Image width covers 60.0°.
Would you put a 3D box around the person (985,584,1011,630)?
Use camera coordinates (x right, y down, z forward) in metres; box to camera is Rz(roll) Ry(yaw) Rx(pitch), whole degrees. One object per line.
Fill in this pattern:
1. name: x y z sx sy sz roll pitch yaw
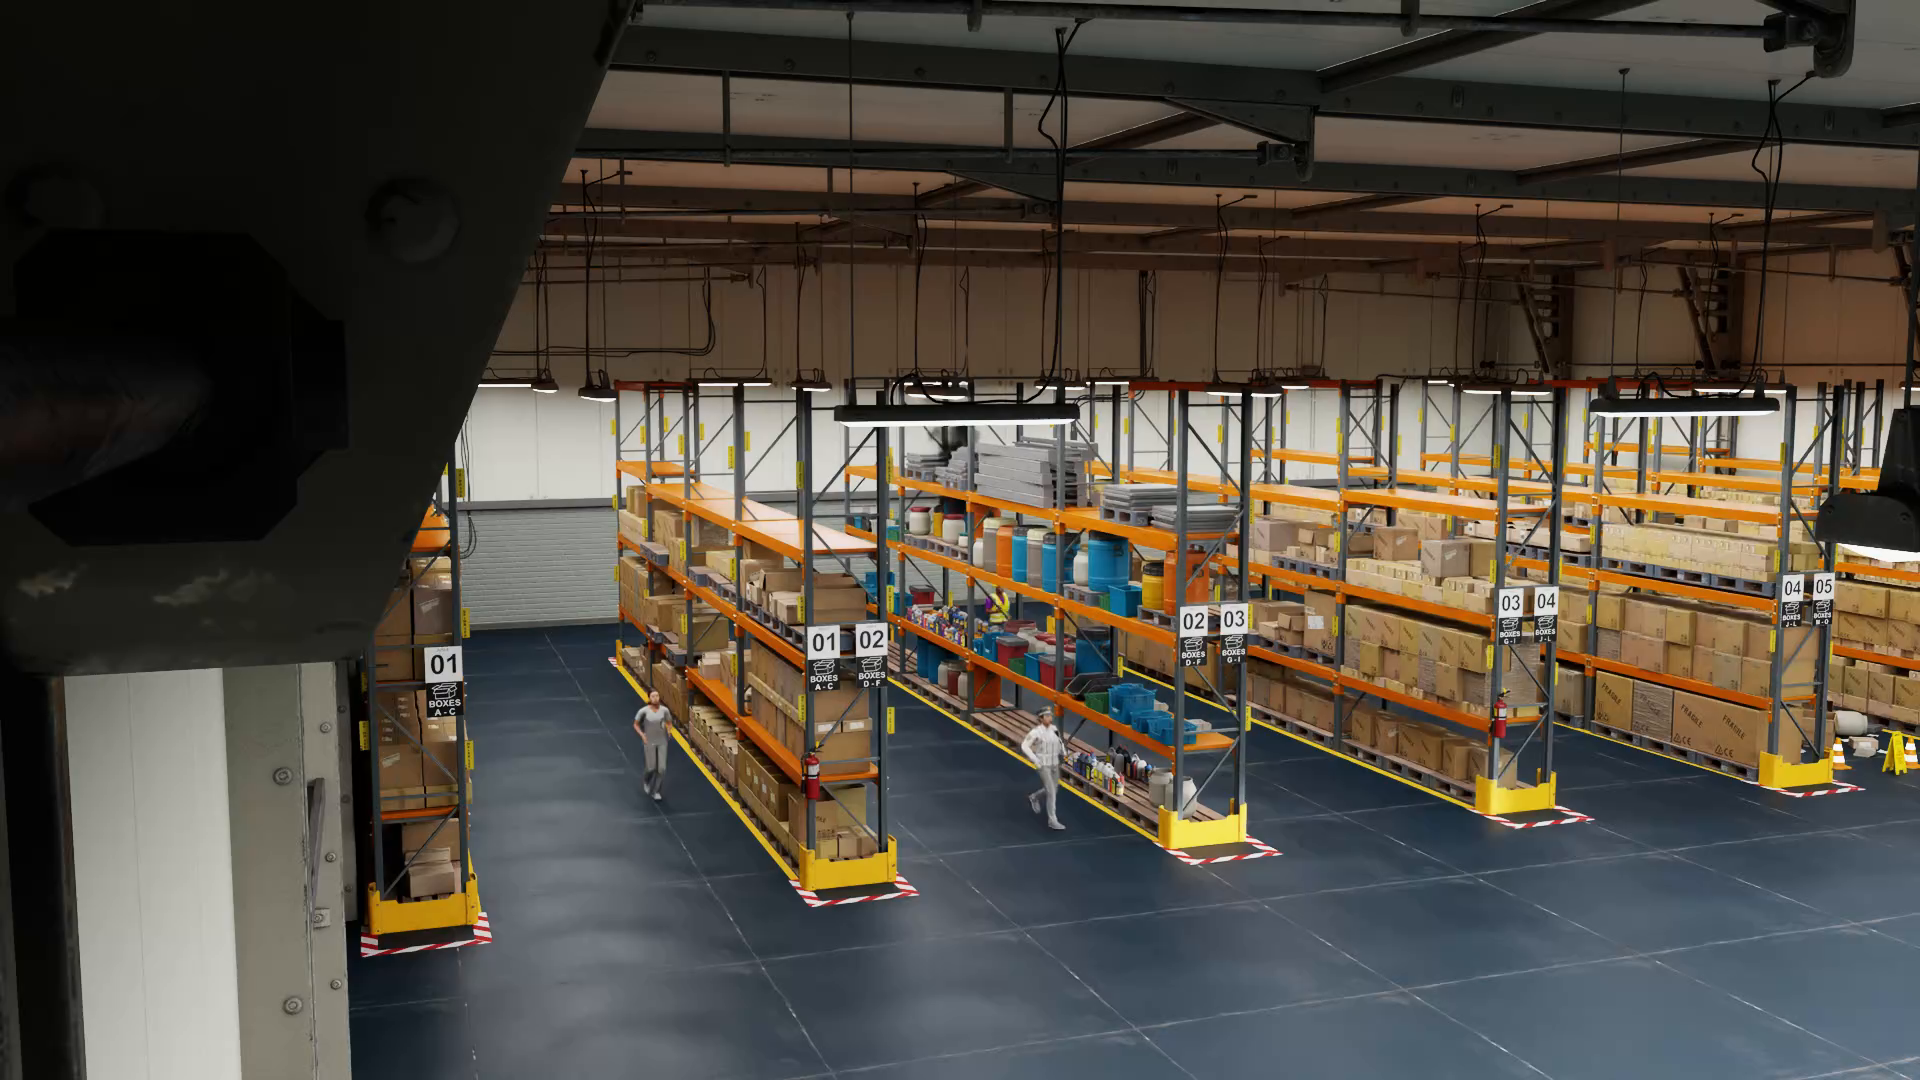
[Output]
1. person: 0.812 1.755 34.974 0.681 1.824 0.830 -3 7 -27

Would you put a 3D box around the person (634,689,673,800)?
1. person: -4.430 2.966 24.184 0.560 1.622 0.578 -3 7 -24

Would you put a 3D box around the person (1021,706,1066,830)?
1. person: 1.161 3.090 22.827 0.614 1.660 0.823 -5 8 -37
